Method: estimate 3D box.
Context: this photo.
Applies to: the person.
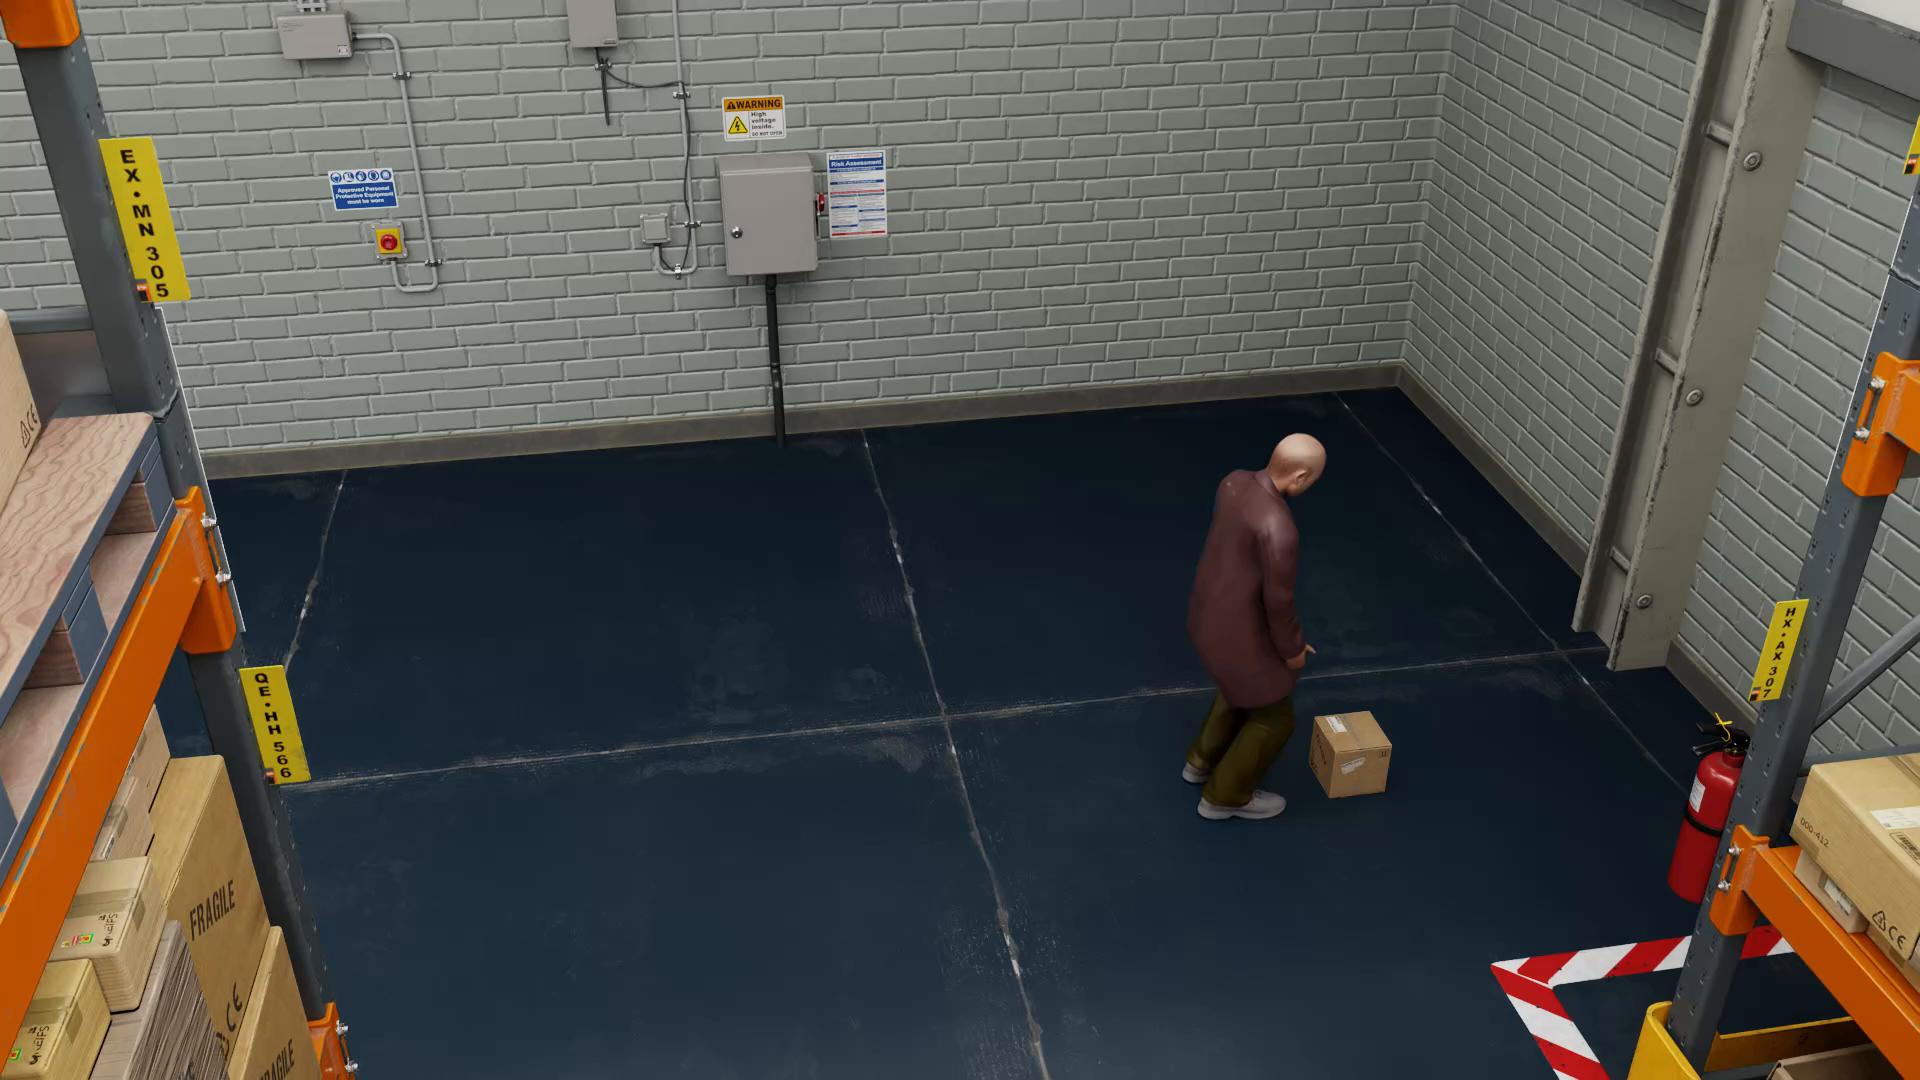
[{"bbox_3d":[1.193,0.439,6.750,0.719,1.423,0.631,-5,31,-9],"label":"person"}]
